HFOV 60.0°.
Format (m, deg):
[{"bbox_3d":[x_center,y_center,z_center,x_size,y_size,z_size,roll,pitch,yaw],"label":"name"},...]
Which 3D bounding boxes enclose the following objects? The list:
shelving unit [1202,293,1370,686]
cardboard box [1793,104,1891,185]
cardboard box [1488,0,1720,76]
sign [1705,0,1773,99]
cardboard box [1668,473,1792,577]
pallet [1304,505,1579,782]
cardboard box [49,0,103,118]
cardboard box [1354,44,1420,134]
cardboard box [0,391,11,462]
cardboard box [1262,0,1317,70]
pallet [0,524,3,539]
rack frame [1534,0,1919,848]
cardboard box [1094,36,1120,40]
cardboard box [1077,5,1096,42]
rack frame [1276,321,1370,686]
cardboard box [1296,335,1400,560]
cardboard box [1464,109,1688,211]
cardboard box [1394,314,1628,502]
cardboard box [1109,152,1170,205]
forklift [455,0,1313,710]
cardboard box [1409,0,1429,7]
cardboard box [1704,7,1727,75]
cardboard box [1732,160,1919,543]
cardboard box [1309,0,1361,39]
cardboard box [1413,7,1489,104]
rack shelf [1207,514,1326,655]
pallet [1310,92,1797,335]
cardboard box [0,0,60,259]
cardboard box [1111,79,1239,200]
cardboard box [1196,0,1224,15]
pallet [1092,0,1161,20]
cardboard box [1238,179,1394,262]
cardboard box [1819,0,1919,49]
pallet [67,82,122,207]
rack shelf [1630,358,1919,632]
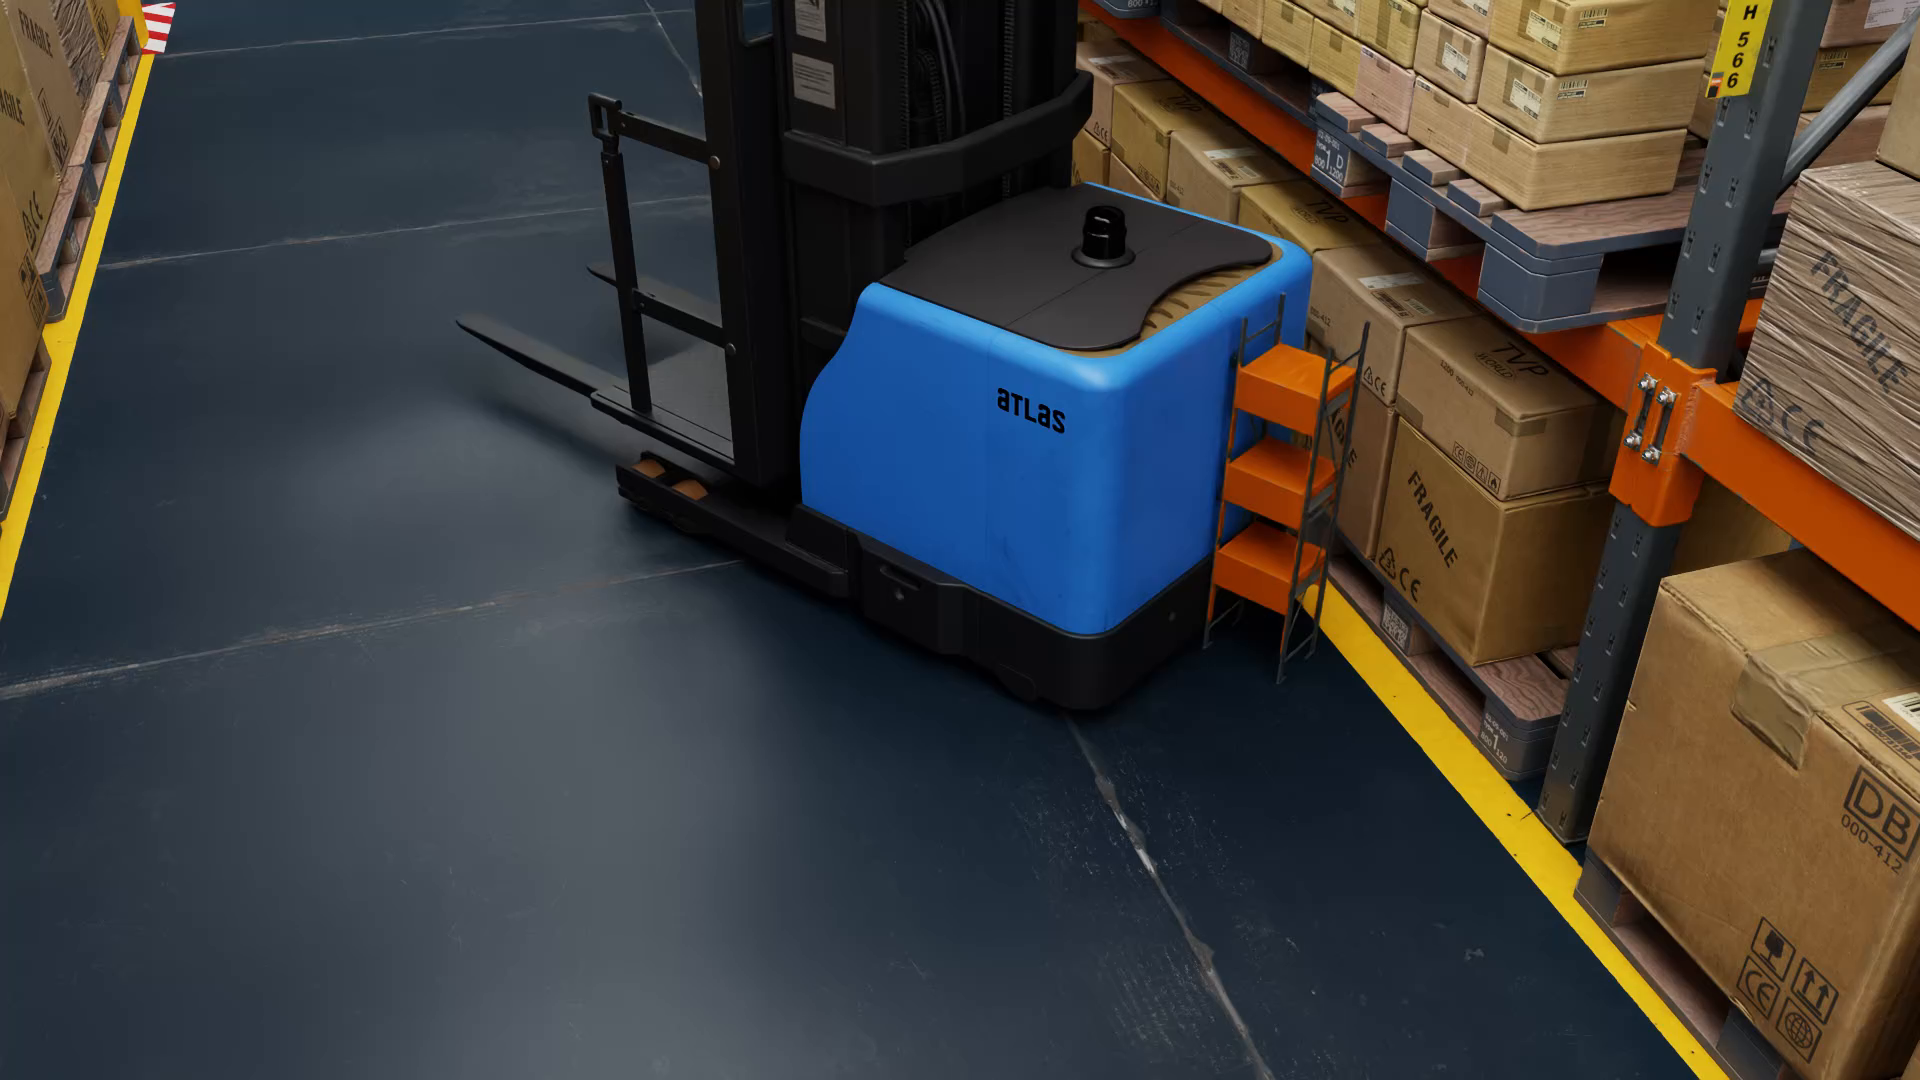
[{"bbox_3d":[0.862,-0.117,4.470,0.252,1.050,0.215,26,41,32],"label":"shelving unit"},{"bbox_3d":[2.001,-0.949,3.812,0.380,0.149,0.250,-10,35,-15],"label":"cardboard box"},{"bbox_3d":[1.359,-1.108,3.514,0.380,0.149,0.250,-11,35,-17],"label":"cardboard box"},{"bbox_3d":[1.431,-0.963,3.008,0.100,0.325,0.005,-10,35,-15],"label":"sign"},{"bbox_3d":[1.972,-0.156,4.652,0.500,0.500,0.500,-11,35,-17],"label":"cardboard box"},{"bbox_3d":[1.708,0.143,4.841,1.003,0.211,1.213,-10,35,-15],"label":"pallet"},{"bbox_3d":[-4.701,-2.517,7.885,0.875,0.875,0.875,-10,35,-15],"label":"cardboard box"},{"bbox_3d":[1.204,-1.127,4.082,0.380,0.149,0.250,-9,35,-14],"label":"cardboard box"},{"bbox_3d":[-3.542,-0.416,4.704,1.225,0.875,0.875,-11,35,-16],"label":"cardboard box"},{"bbox_3d":[1.048,-1.400,4.494,0.380,0.149,0.250,-12,35,-17],"label":"cardboard box"},{"bbox_3d":[-3.347,0.269,4.651,1.003,0.211,1.213,-10,35,-15],"label":"pallet"},{"bbox_3d":[1.945,-0.609,3.451,1.000,3.000,0.127,-10,35,-15],"label":"rack frame"},{"bbox_3d":[0.817,-2.159,7.462,0.380,0.149,0.250,-9,34,-13],"label":"cardboard box"},{"bbox_3d":[0.665,-2.438,7.885,0.380,0.149,0.250,-10,35,-15],"label":"cardboard box"},{"bbox_3d":[0.956,-0.072,4.406,0.008,1.050,0.200,26,41,32],"label":"rack frame"},{"bbox_3d":[1.341,-0.316,4.895,0.500,0.500,0.500,-9,34,-13],"label":"cardboard box"},{"bbox_3d":[1.357,-0.862,3.680,0.380,0.149,0.250,-9,35,-14],"label":"cardboard box"},{"bbox_3d":[1.487,-0.370,4.295,0.500,0.250,0.500,-11,35,-16],"label":"cardboard box"},{"bbox_3d":[0.861,-1.132,6.128,0.500,0.500,0.500,-8,34,-13],"label":"cardboard box"},{"bbox_3d":[-0.475,-1.445,4.778,3.031,2.935,1.130,25,41,33],"label":"forklift"},{"bbox_3d":[1.205,-1.378,3.922,0.380,0.149,0.250,-9,35,-13],"label":"cardboard box"},{"bbox_3d":[1.904,-1.234,3.973,0.380,0.149,0.250,-8,34,-12],"label":"cardboard box"},{"bbox_3d":[1.825,-0.370,2.998,0.500,0.500,0.500,-10,35,-14],"label":"cardboard box"},{"bbox_3d":[1.119,-1.396,4.218,0.380,0.149,0.250,-10,35,-15],"label":"cardboard box"},{"bbox_3d":[1.278,-1.127,3.811,0.380,0.149,0.250,-9,34,-13],"label":"cardboard box"},{"bbox_3d":[0.858,0.122,4.632,0.240,0.259,0.215,26,41,32],"label":"rack shelf"},{"bbox_3d":[1.626,-0.886,4.043,1.213,0.211,1.003,-10,35,-15],"label":"pallet"},{"bbox_3d":[-4.155,-1.577,6.462,0.875,0.875,0.875,-10,35,-15],"label":"cardboard box"},{"bbox_3d":[0.864,-1.443,5.919,0.500,0.250,0.500,-9,35,-13],"label":"cardboard box"},{"bbox_3d":[0.884,-1.678,4.916,0.380,0.149,0.250,-12,35,-17],"label":"cardboard box"},{"bbox_3d":[0.819,-2.204,6.038,1.003,0.211,1.213,-10,35,-15],"label":"pallet"},{"bbox_3d":[1.182,-0.902,5.101,0.500,0.250,0.500,-9,35,-14],"label":"cardboard box"},{"bbox_3d":[1.987,-1.206,3.661,0.380,0.149,0.250,-10,35,-15],"label":"cardboard box"},{"bbox_3d":[-4.563,-1.819,7.812,1.003,0.211,1.213,-10,35,-15],"label":"pallet"},{"bbox_3d":[2.555,0.741,2.061,1.077,0.370,4.000,-10,35,-15],"label":"rack shelf"}]
